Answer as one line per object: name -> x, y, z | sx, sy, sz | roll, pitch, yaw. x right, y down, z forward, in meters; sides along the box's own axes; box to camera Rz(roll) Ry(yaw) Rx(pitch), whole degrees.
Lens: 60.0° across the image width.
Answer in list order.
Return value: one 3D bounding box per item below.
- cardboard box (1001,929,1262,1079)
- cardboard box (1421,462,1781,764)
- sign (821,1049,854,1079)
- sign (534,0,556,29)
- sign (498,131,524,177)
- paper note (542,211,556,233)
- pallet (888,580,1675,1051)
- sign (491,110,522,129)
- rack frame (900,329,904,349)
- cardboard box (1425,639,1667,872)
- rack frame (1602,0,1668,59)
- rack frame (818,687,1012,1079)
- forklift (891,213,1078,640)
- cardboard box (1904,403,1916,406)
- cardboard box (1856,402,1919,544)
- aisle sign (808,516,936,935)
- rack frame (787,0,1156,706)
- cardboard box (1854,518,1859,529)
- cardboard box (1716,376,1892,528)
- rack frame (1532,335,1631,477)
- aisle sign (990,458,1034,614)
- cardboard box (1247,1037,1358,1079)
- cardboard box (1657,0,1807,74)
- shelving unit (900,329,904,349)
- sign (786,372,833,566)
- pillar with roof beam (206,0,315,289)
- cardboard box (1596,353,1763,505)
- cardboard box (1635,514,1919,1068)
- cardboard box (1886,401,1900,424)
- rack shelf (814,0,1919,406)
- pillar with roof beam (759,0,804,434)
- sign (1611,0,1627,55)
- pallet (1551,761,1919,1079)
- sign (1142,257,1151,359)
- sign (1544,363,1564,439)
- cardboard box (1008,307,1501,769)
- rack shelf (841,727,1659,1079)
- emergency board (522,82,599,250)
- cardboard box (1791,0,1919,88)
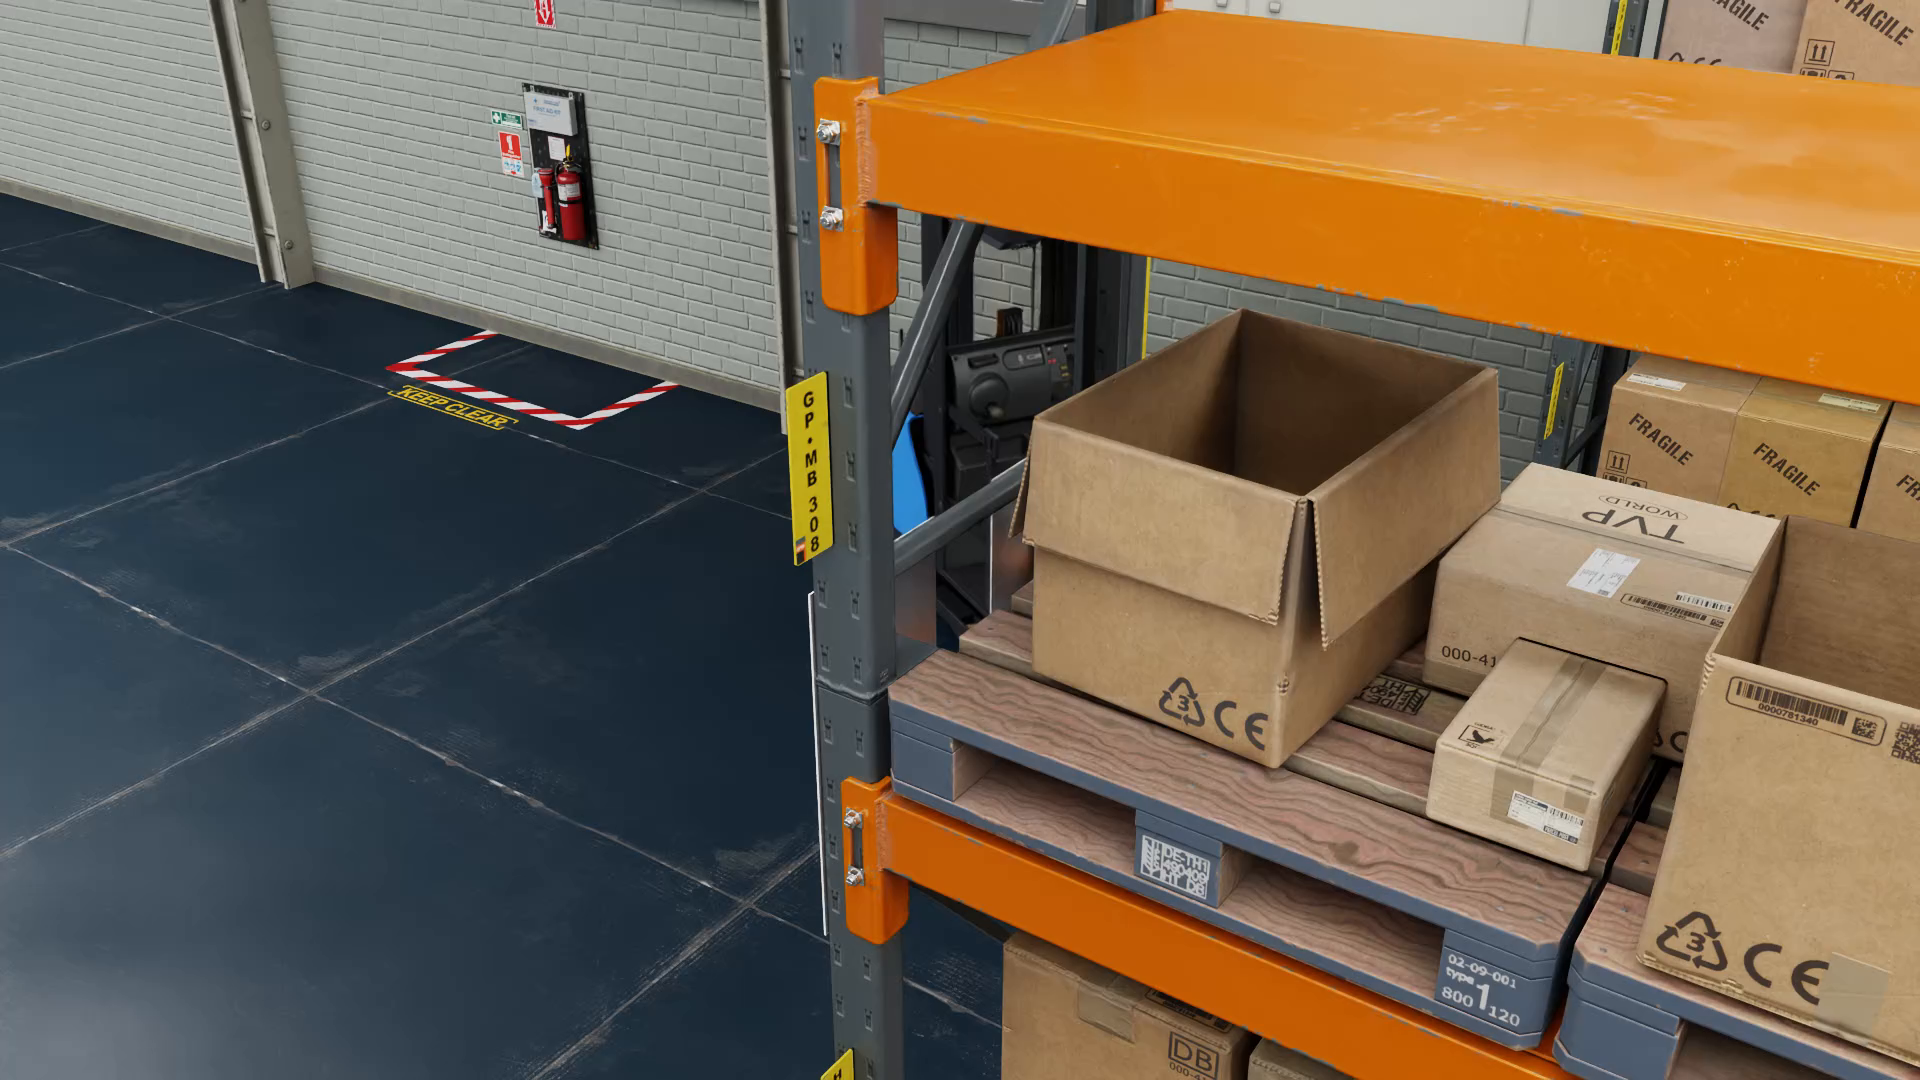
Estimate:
cardboard box -> 0.487, 0.953, 3.530 | 0.500, 0.500, 0.700 | 17, 32, 30
cardboard box -> 1.164, 0.115, 2.957 | 0.500, 0.250, 0.500 | 17, 32, 30
sign -> -0.254, 1.222, 3.499 | 0.005, 0.325, 0.100 | 17, 32, 30
sign -> -2.978, -3.821, 11.895 | 0.199, 0.298, 0.001 | 17, 32, 30
sign -> -3.425, -2.945, 12.691 | 0.234, 0.329, 0.001 | 17, 32, 30
paper note -> -3.134, -2.427, 12.684 | 0.142, 0.148, 0.016 | 17, 32, 30
pallet -> 0.634, 0.331, 3.082 | 1.213, 0.211, 1.003 | 17, 32, 30
sign -> -3.426, -3.177, 12.561 | 0.331, 0.109, 0.001 | 17, 32, 30
rack frame -> -0.259, -0.769, 10.438 | 0.240, 1.200, 0.006 | -13, 30, -24
cardboard box -> 0.935, 0.331, 2.645 | 0.250, 0.149, 0.380 | 17, 32, 30
rack frame -> 2.867, -3.089, 6.398 | 0.127, 3.000, 1.000 | 17, 32, 30
rack frame -> 0.065, 1.438, 4.118 | 0.127, 3.000, 1.000 | 17, 32, 30
forklift -> 0.481, -0.843, 8.675 | 1.130, 2.935, 3.031 | -13, 30, -24
cardboard box -> 4.214, -0.386, 7.018 | 0.500, 0.500, 0.500 | 16, 31, 29
cardboard box -> 3.914, -0.191, 6.635 | 0.500, 0.500, 0.500 | 16, 31, 29
aisle sign -> -0.162, 0.377, 3.337 | 0.004, 0.787, 0.394 | 17, 32, 30
rack frame -> 0.065, -1.236, 2.757 | 0.127, 3.000, 1.000 | 17, 32, 30
cardboard box -> 3.526, 0.015, 7.058 | 0.500, 0.250, 0.500 | 16, 31, 29
cardboard box -> 3.492, -0.326, 6.900 | 0.500, 0.500, 0.500 | 17, 32, 30
rack frame -> 2.867, -0.415, 7.759 | 0.127, 3.000, 1.000 | 17, 32, 30
aisle sign -> 0.178, 0.152, 3.777 | 0.004, 0.787, 0.394 | 17, 32, 30
cardboard box -> 0.923, 1.086, 3.268 | 0.500, 0.500, 0.700 | 16, 31, 29
cardboard box -> 3.047, -2.062, 6.452 | 0.500, 0.500, 0.500 | 15, 31, 27
shelving unit -> -0.218, -0.732, 10.366 | 0.258, 1.200, 0.189 | -13, 30, -24
sign -> -0.254, -0.118, 2.817 | 0.005, 0.325, 0.100 | 17, 32, 30
pillar with roof beam -> -8.395, -4.705, 9.573 | 0.400, 9.000, 9.100 | 17, 32, 30
cardboard box -> 3.090, -0.457, 7.157 | 0.500, 0.500, 0.500 | 17, 32, 30
cardboard box -> 1.280, 0.335, 2.249 | 0.500, 0.500, 0.500 | 17, 32, 30
cardboard box -> 3.785, -0.517, 7.276 | 0.500, 0.500, 0.500 | 18, 32, 31
rack shelf -> 1.714, -0.224, 2.002 | 4.000, 0.370, 1.077 | 17, 32, 30
pillar with roof beam -> -3.449, -3.164, 6.546 | 0.400, 9.000, 9.100 | 17, 32, 30
sign -> 2.560, -1.939, 6.482 | 0.005, 0.325, 0.100 | 17, 32, 30
pallet -> 1.643, 0.644, 2.467 | 1.213, 0.211, 1.003 | 17, 32, 30
sign -> 0.384, -0.458, 3.646 | 0.005, 0.325, 0.100 | 17, 32, 30
sign -> 2.560, -0.598, 7.164 | 0.005, 0.325, 0.100 | 17, 32, 30
cardboard box -> 0.537, -0.046, 2.994 | 0.637, 0.503, 0.797 | 20, 33, 34
rack shelf -> 1.714, 0.935, 2.592 | 4.000, 0.370, 1.077 | 17, 32, 30
emergency board -> -3.027, -2.749, 12.344 | 0.643, 1.169, 0.194 | 17, 32, 30
cardboard box -> 3.432, -1.914, 6.162 | 0.500, 0.500, 0.500 | 17, 31, 30
